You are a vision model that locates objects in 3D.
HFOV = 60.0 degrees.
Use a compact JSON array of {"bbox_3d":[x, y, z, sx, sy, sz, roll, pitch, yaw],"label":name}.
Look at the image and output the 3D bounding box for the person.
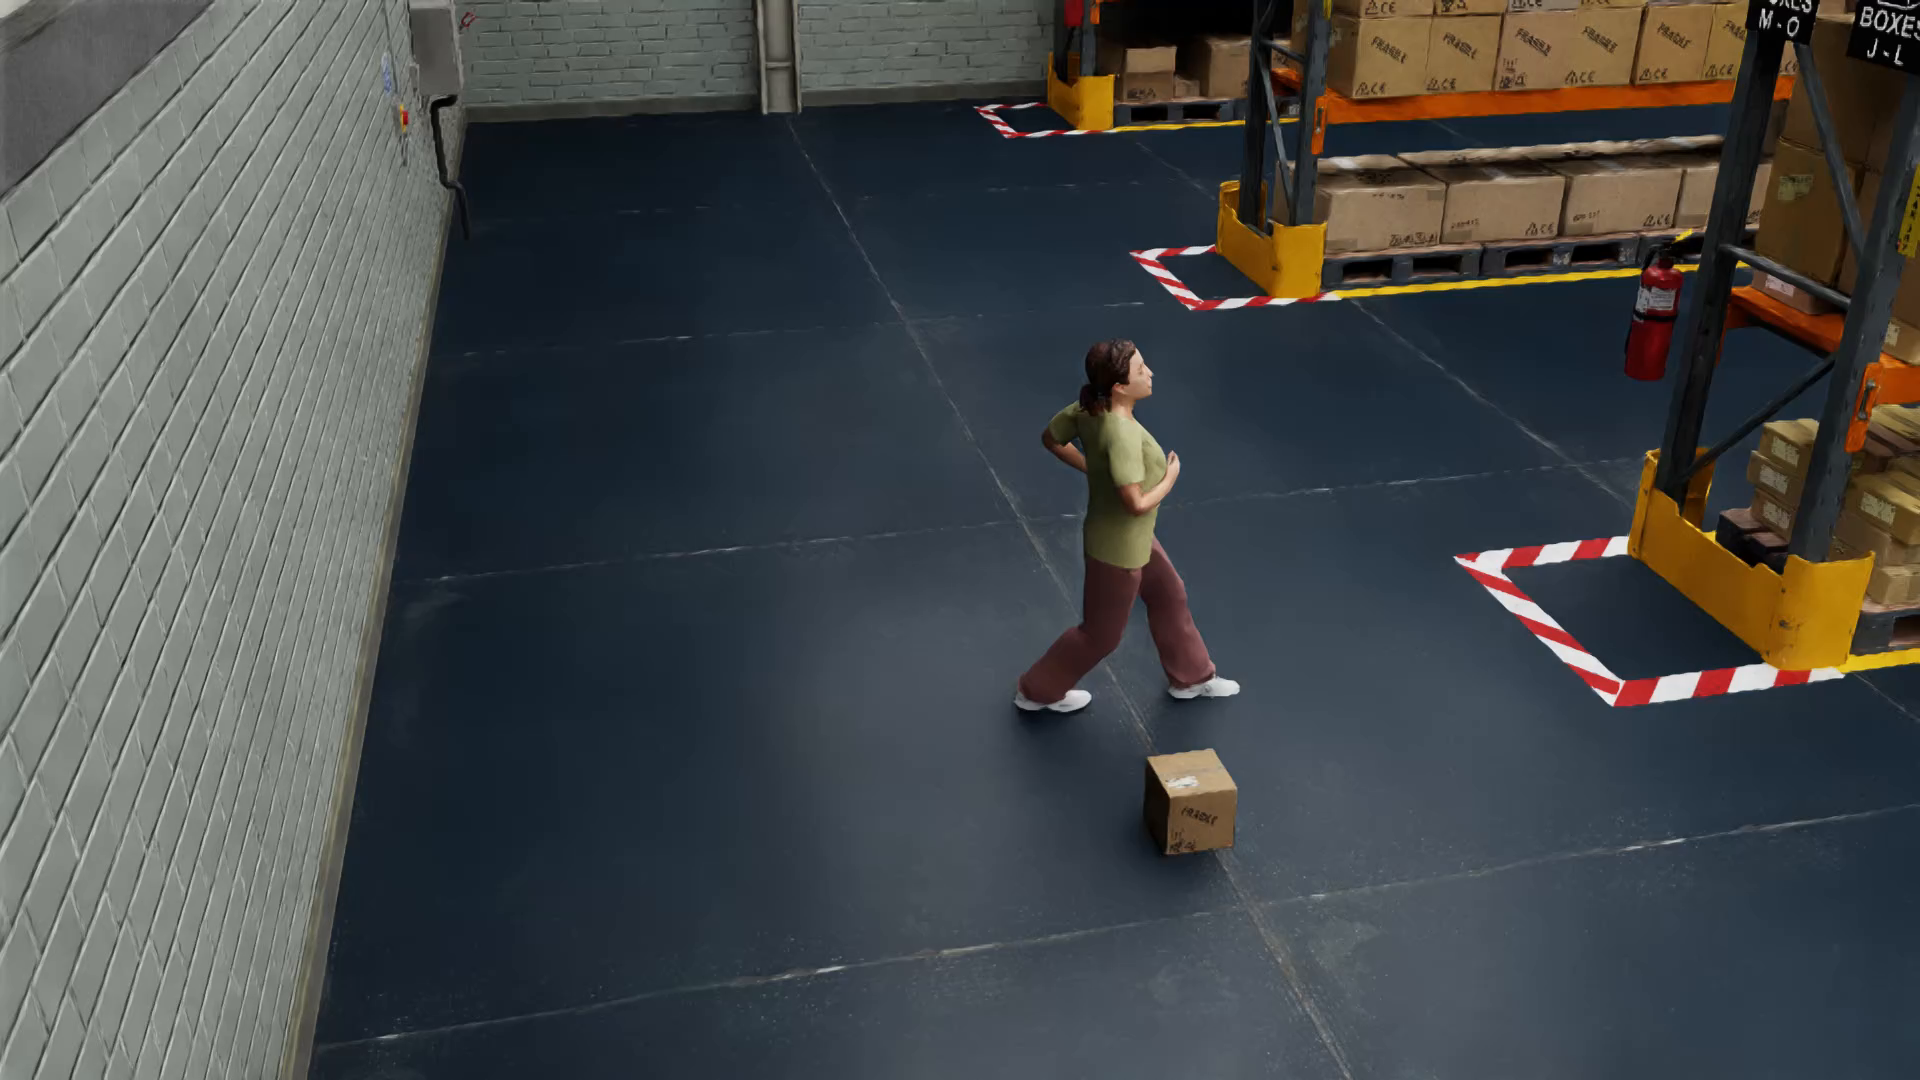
[{"bbox_3d":[0.681,0.130,6.240,0.928,1.368,0.589,0,27,-1],"label":"person"}]
